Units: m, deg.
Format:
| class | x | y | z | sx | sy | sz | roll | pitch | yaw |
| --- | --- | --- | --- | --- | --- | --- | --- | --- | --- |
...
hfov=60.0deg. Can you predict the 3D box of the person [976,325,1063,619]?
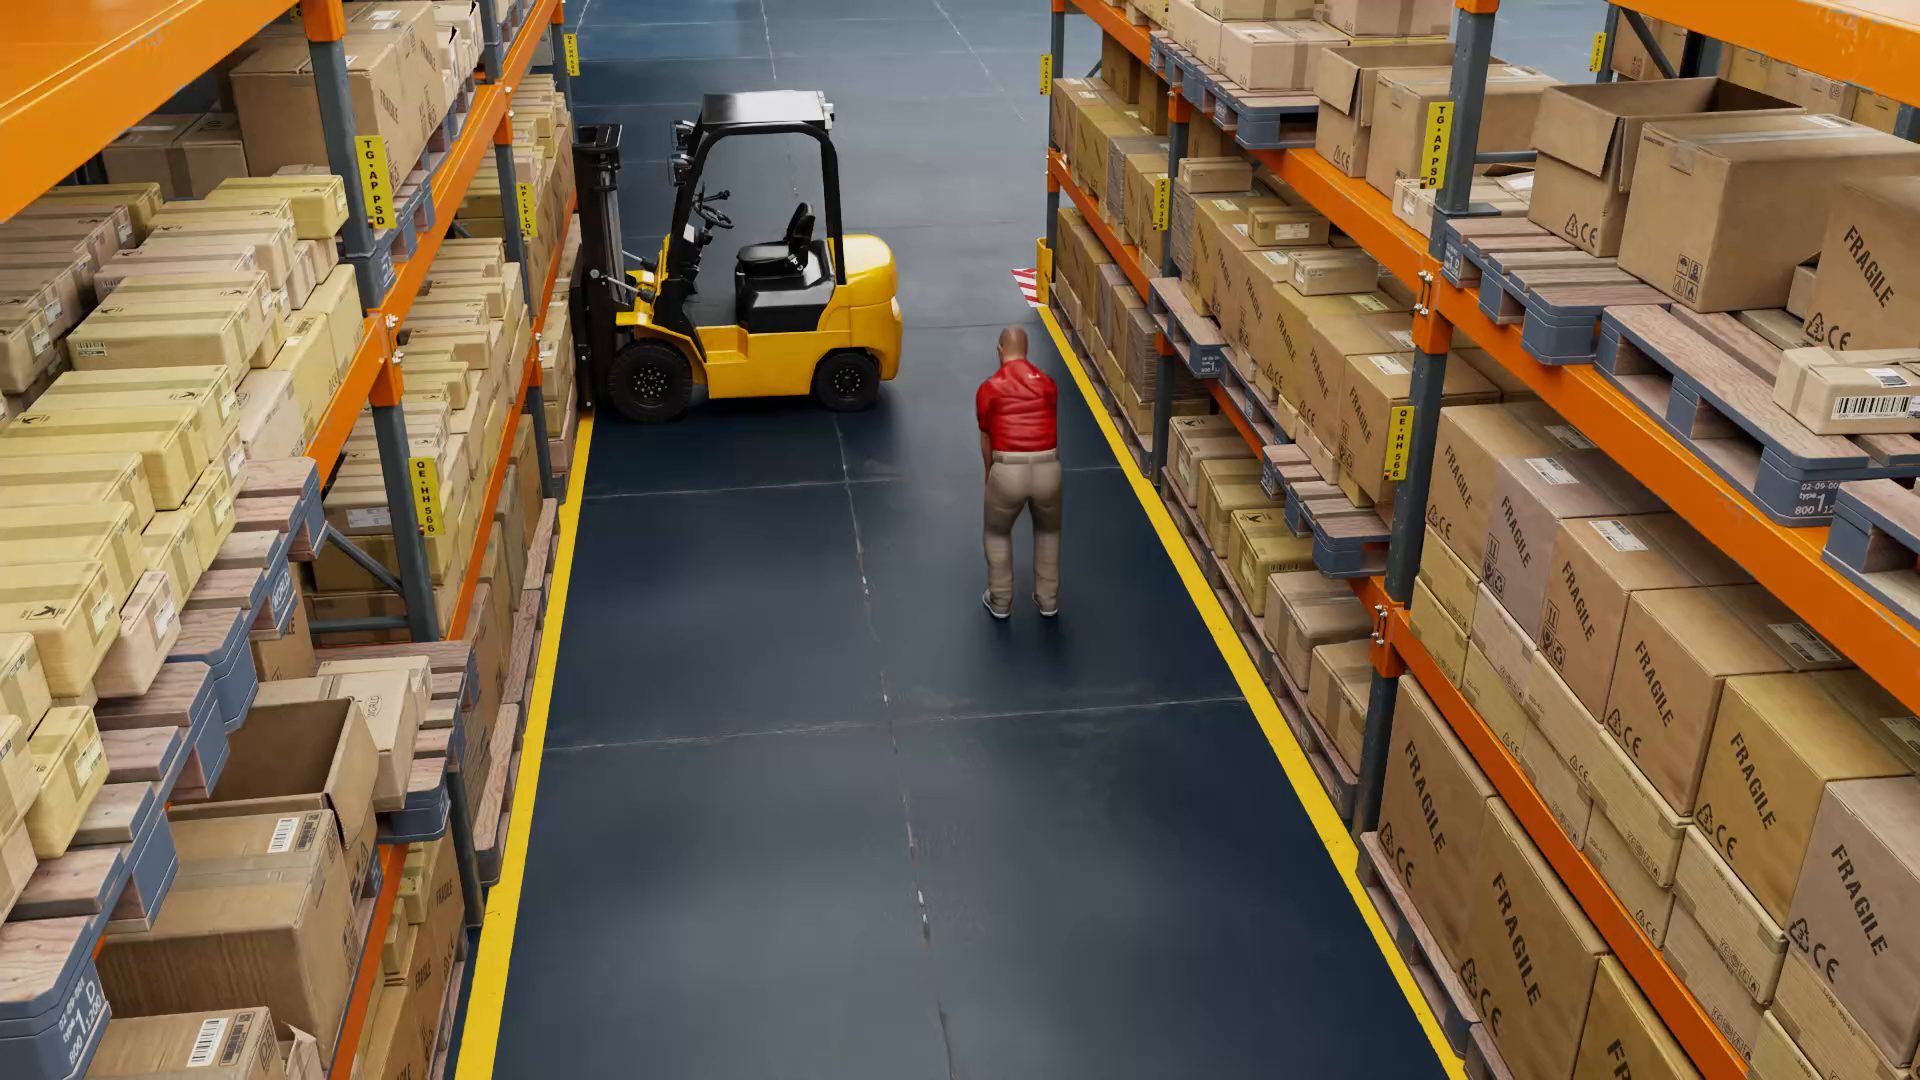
| class | x | y | z | sx | sy | sz | roll | pitch | yaw |
| --- | --- | --- | --- | --- | --- | --- | --- | --- | --- |
| person | 0.336 | -0.373 | 9.460 | 0.480 | 1.655 | 0.606 | -4 | 27 | -8 |
